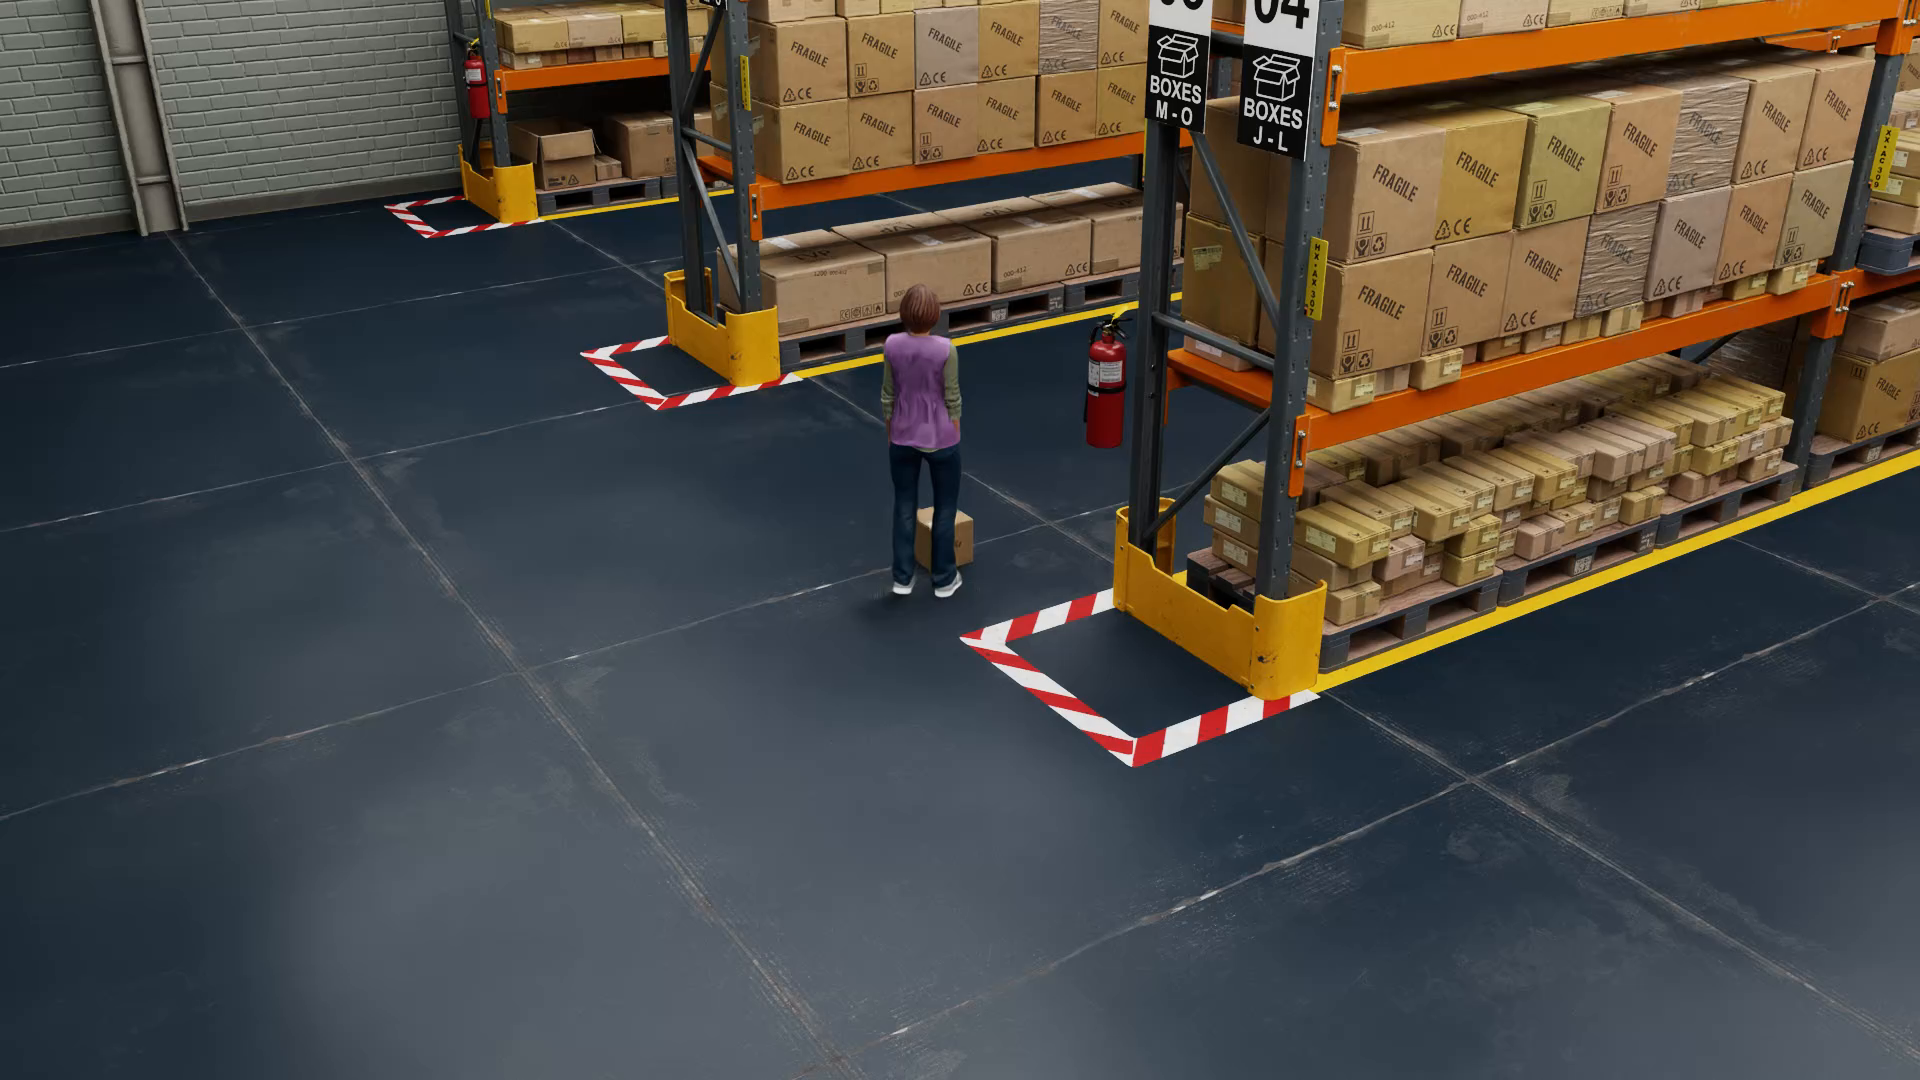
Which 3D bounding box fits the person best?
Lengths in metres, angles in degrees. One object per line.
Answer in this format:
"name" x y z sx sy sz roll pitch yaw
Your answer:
"person" -0.188 -0.462 8.131 0.406 1.600 0.316 6 26 13
